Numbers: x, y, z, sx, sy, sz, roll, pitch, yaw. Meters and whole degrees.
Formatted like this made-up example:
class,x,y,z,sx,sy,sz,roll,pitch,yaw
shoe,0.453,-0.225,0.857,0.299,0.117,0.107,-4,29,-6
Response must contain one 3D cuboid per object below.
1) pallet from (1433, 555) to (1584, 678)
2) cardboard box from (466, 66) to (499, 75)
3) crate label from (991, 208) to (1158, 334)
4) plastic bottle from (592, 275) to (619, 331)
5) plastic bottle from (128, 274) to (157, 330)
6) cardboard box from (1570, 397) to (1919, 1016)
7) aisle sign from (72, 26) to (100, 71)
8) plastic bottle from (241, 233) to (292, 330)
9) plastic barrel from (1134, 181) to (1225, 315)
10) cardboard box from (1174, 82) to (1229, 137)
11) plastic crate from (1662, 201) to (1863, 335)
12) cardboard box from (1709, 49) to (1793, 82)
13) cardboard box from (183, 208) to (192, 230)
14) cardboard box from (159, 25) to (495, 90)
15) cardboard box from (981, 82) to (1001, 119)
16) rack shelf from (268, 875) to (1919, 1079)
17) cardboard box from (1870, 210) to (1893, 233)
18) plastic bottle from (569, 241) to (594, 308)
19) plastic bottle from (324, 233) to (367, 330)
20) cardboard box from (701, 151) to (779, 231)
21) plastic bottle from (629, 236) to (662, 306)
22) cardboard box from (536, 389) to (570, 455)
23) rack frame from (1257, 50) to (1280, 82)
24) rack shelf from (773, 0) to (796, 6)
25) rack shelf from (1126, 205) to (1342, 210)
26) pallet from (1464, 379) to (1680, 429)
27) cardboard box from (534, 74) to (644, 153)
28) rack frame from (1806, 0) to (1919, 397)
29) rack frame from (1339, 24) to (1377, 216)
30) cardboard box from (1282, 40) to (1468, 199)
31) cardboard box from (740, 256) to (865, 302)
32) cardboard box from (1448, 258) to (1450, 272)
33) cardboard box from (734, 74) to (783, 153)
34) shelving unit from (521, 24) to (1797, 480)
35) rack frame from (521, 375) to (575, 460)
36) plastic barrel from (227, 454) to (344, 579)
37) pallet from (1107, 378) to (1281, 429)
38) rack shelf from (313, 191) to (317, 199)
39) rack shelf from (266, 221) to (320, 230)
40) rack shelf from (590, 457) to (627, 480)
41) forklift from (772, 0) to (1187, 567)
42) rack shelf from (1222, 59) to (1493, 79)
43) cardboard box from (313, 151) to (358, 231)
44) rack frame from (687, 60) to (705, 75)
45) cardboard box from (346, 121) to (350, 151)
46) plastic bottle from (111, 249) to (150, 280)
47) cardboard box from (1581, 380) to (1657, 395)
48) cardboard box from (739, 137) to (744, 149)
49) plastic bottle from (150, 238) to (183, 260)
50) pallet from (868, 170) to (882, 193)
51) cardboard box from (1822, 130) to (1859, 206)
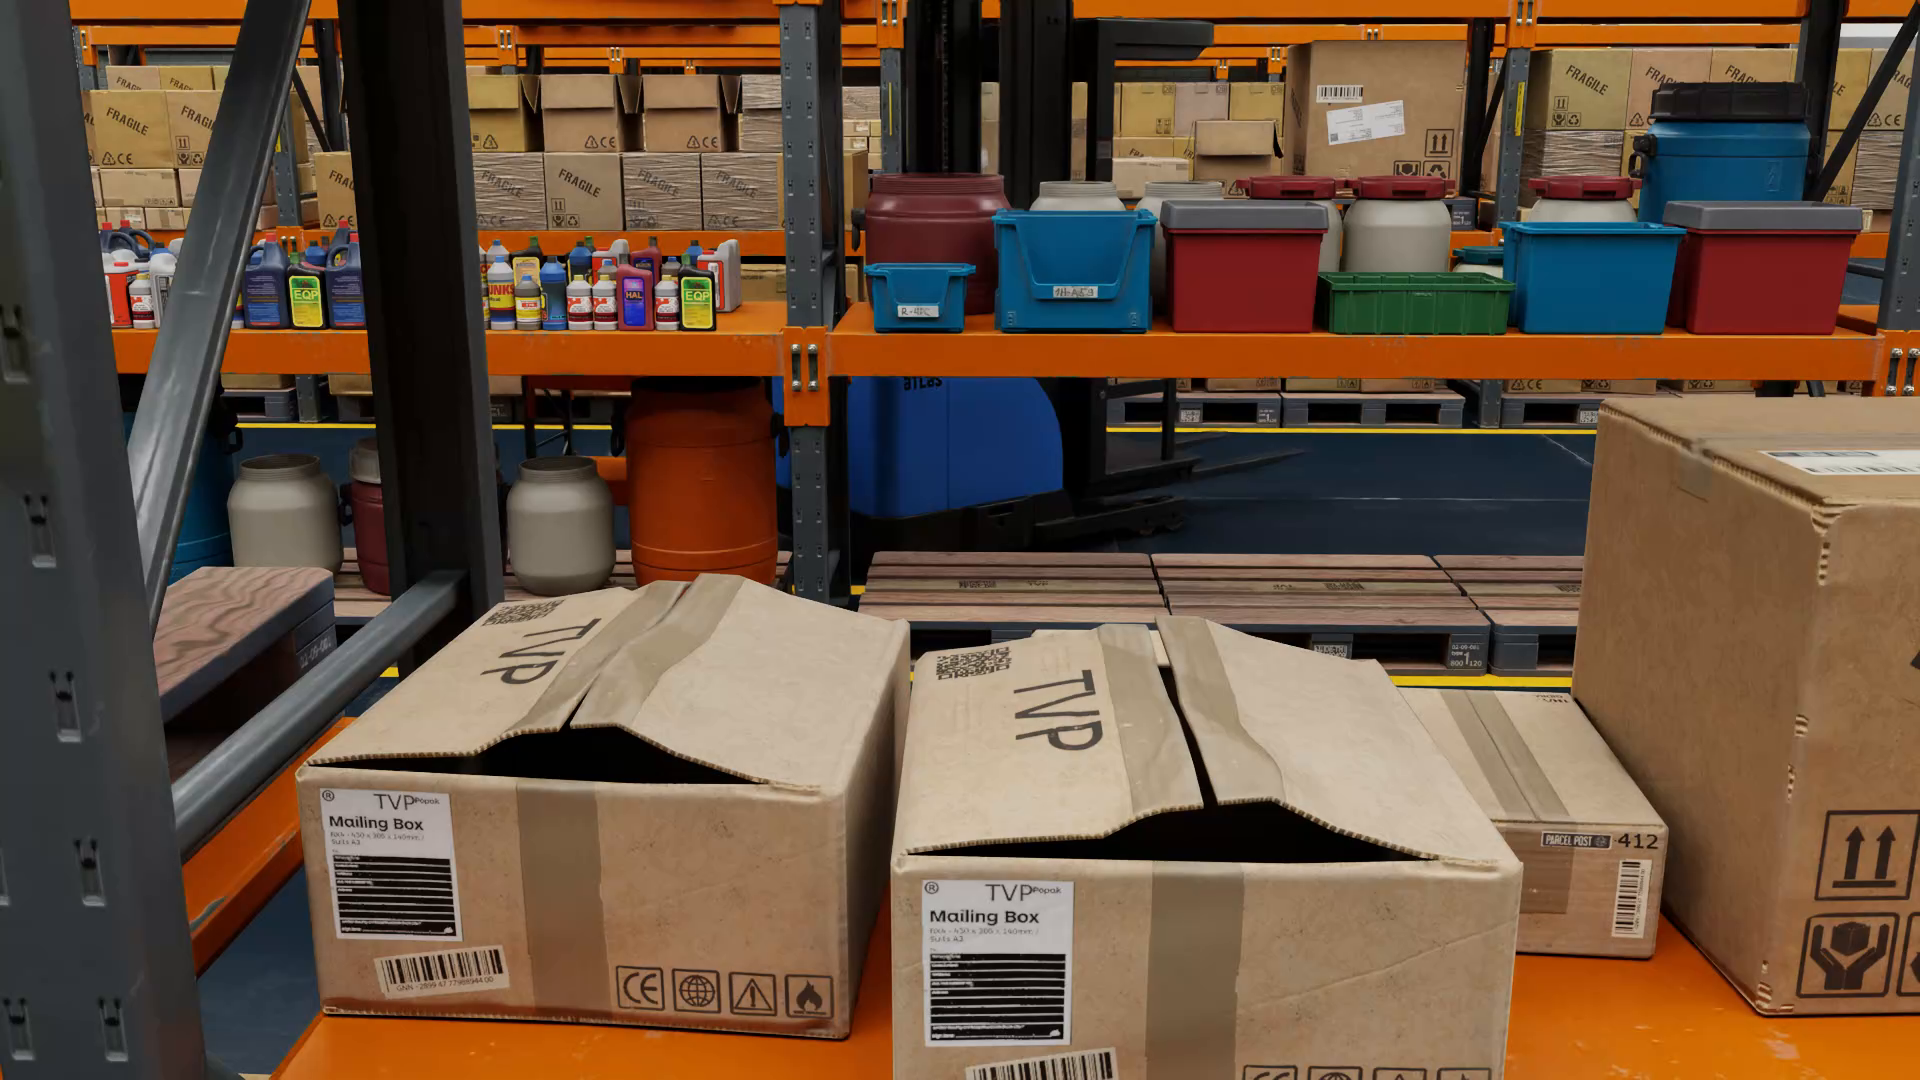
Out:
class,x,y,z,sx,sy,sz,roll,pitch,yaw
pallet,2.652,0.298,6.798,1.213,0.211,1.003,0,15,1
cardboard box,-4.682,-4.245,15.809,0.500,0.500,0.500,0,15,-1
crate label,0.426,-1.023,6.269,0.616,0.435,0.502,0,15,1
plastic bottle,-1.322,-0.886,6.208,0.097,0.201,0.097,0,15,0
plastic bottle,-3.066,-0.898,6.251,0.097,0.201,0.097,0,15,0
cardboard box,0.987,0.140,1.733,0.500,0.500,0.500,0,15,-2
aisle sign,-8.285,-4.842,15.716,0.004,0.787,0.394,0,15,1
plastic bottle,-2.369,-0.971,6.238,0.637,0.351,0.144,0,15,1
plastic barrel,0.894,-1.181,6.716,0.421,0.512,0.421,0,15,0
cardboard box,2.276,-4.123,15.930,0.500,0.500,0.700,0,15,2
plastic crate,2.946,-1.012,6.169,0.583,0.464,0.402,0,15,1
cardboard box,5.008,-2.920,10.789,0.500,0.500,0.500,0,15,1
cardboard box,-5.004,-2.169,11.175,0.250,0.149,0.380,1,15,3
cardboard box,-5.099,-3.942,15.910,4.819,2.340,0.603,1,15,3
cardboard box,0.242,-4.135,15.978,0.500,0.500,0.700,0,15,1
rack shelf,-2.527,-3.786,8.484,11.863,4.752,15.826,0,15,1
cardboard box,6.023,-2.124,11.004,0.250,0.149,0.380,0,15,1
plastic bottle,-1.564,-1.100,6.881,0.097,0.271,0.097,0,15,0
plastic bottle,-2.277,-0.971,6.236,0.185,0.351,0.144,0,15,1
cardboard box,-1.432,-2.338,11.125,0.500,0.500,0.500,0,15,1
plastic bottle,-1.312,-1.124,6.949,0.133,0.283,0.061,0,15,1
cardboard box,-1.954,-0.475,7.937,0.098,0.981,0.469,0,15,-1
rack frame,3.818,-4.846,20.827,0.127,3.000,1.000,0,15,1
rack shelf,-2.560,-2.197,6.318,4.000,0.370,1.077,0,15,1
rack shelf,1.793,-3.248,16.181,4.000,0.370,1.077,0,15,1
pallet,4.237,-0.975,11.621,1.213,0.211,1.003,0,15,1
cardboard box,0.711,-3.222,11.045,7.084,1.250,1.196,0,15,-1
rack frame,3.438,-1.056,6.464,0.053,2.616,0.949,0,15,1
rack frame,3.792,-3.583,16.040,0.127,3.000,1.000,0,15,1
cardboard box,2.774,-2.853,11.273,1.000,1.000,1.000,0,15,2
cardboard box,-1.124,-1.530,11.601,0.875,0.875,1.225,0,15,-1
cardboard box,4.419,-2.737,16.174,0.875,0.875,0.875,1,15,2
cardboard box,-1.165,-2.887,11.240,0.637,0.503,0.797,1,15,3
shelving unit,5.629,-5.269,16.550,11.952,6.000,21.784,2,15,9
rack frame,-1.955,-0.475,7.935,0.032,1.125,0.500,2,15,9
plastic barrel,-2.746,-0.069,6.774,0.421,0.512,0.421,0,15,0
pallet,1.563,-0.982,11.649,1.213,0.211,1.003,0,15,1
rack shelf,-6.205,-3.300,16.379,4.000,0.370,1.077,0,15,1
rack shelf,-6.432,-2.130,11.562,3.809,0.124,0.919,0,15,1
rack shelf,-1.453,-0.289,7.900,0.952,0.093,0.459,2,15,9
forklift,20.695,0.256,1.796,26.824,2.843,36.428,-11,18,-36
rack shelf,5.940,-7.201,25.285,4.000,0.370,1.077,0,15,1
cardboard box,-3.979,-2.352,11.180,0.500,0.500,0.500,0,15,2
rack frame,-4.057,-6.164,25.823,0.127,3.000,1.000,0,15,1
cardboard box,-5.712,-3.765,15.953,0.500,0.500,0.500,0,15,1
plastic bottle,-3.177,-0.980,6.418,0.135,0.276,0.152,0,15,1
cardboard box,4.536,-1.298,11.458,0.500,0.500,0.500,5,16,19
cardboard box,-2.002,-3.729,15.681,0.250,0.149,0.380,1,15,3
plastic bottle,-3.288,-1.122,6.955,0.135,0.276,0.152,0,15,1
pallet,-0.922,-3.494,16.078,1.003,0.211,1.213,0,15,1
cardboard box,5.513,-2.488,11.113,0.500,0.500,0.875,0,15,1
